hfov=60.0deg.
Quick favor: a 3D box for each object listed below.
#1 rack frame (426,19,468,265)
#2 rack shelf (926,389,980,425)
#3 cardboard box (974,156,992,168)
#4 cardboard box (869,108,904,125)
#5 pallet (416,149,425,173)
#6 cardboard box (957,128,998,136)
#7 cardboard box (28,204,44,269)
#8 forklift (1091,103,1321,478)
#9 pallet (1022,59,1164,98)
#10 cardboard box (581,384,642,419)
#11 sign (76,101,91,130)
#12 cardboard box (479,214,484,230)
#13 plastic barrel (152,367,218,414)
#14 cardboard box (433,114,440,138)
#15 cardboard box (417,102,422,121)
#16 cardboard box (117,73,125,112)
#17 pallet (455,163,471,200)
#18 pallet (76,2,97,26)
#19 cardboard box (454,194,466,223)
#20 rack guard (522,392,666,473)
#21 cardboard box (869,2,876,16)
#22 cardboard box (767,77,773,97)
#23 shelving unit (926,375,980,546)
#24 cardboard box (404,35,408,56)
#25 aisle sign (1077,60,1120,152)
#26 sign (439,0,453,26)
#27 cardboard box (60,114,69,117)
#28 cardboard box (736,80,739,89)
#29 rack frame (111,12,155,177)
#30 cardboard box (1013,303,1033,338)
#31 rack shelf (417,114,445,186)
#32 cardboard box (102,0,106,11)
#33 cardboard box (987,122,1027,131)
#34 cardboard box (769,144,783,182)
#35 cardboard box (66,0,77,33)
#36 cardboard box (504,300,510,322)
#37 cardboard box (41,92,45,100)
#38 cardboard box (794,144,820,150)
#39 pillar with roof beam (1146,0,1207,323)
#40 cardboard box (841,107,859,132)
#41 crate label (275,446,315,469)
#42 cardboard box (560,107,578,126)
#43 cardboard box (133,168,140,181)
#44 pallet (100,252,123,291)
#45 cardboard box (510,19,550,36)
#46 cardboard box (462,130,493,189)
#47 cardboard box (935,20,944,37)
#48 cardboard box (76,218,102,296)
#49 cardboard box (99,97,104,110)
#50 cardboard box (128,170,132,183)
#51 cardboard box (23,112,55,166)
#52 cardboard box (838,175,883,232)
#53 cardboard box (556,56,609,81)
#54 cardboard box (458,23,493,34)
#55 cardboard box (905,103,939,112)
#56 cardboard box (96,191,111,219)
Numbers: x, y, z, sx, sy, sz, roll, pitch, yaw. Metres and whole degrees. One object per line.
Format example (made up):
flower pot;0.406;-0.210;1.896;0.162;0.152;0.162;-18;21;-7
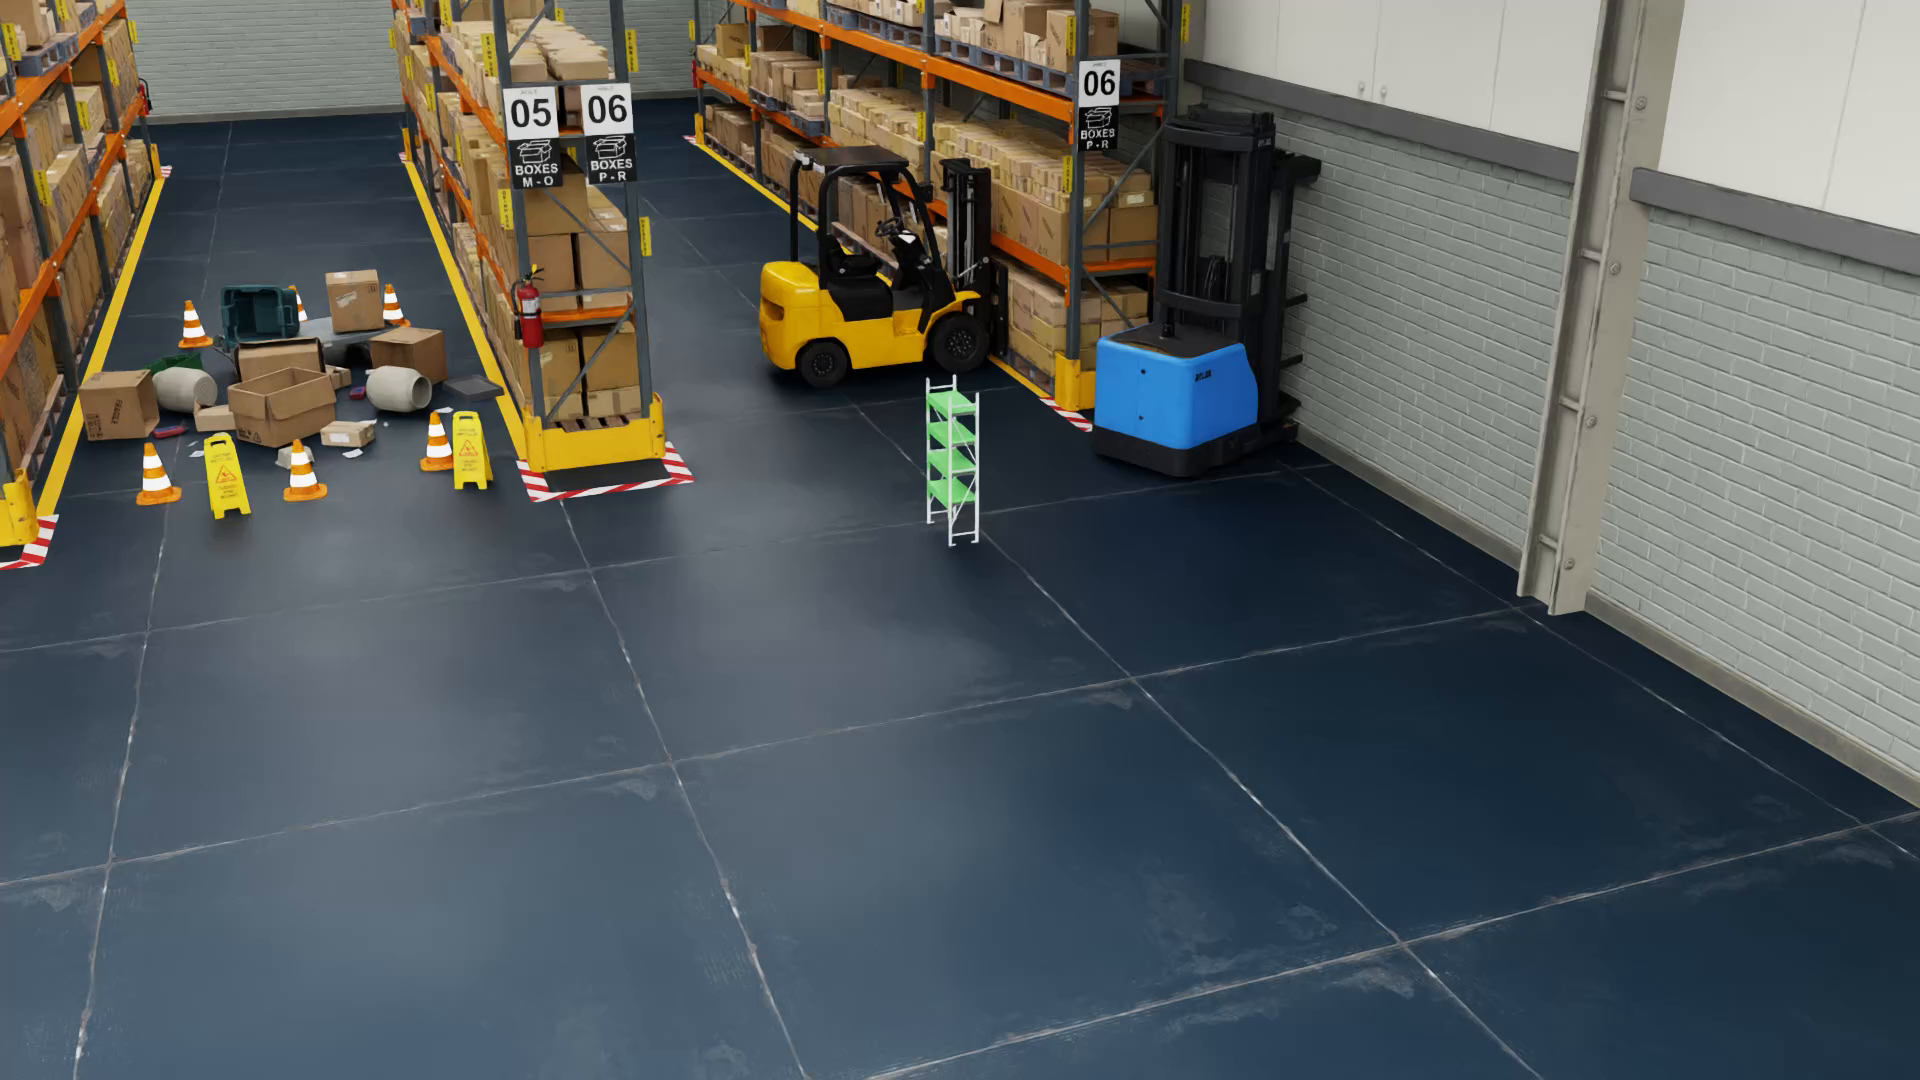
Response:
rack frame;-5.976;-4.973;20.810;1.000;3.000;0.127;-8;24;-19
rack shelf;-0.059;-0.996;12.622;0.258;0.148;0.480;-8;24;-19
cardboard box;0.371;-3.926;17.362;0.380;0.149;0.250;-9;25;-21
cardboard box;-0.895;-5.186;20.352;0.380;0.149;0.250;-9;24;-20
pallet;-8.447;-6.315;27.584;1.003;0.211;1.213;-8;24;-19
cardboard box;0.189;-4.353;17.993;0.380;0.149;0.250;-9;24;-20
cardboard box;-9.017;-2.740;15.320;0.875;0.550;0.550;-8;24;-19
forklift;2.544;-2.357;14.691;1.130;2.935;3.031;21;31;40
pallet;1.266;-4.350;15.585;1.003;0.211;1.213;-8;24;-19
cardboard box;-3.177;-1.323;15.151;0.500;0.250;0.500;-9;24;-19
sign;-10.054;-4.868;19.070;0.100;0.325;0.005;-8;24;-19
cardboard box;-4.470;-3.325;16.389;0.500;0.500;0.500;-8;24;-19
plastic barrel;-7.323;-1.414;15.685;0.512;0.421;0.421;8;24;18
cardboard box;-6.385;-5.275;21.077;0.500;0.250;0.500;-8;24;-19
cardboard box;-7.481;-6.161;23.822;0.500;0.250;0.500;-9;24;-20
cardboard box;-12.105;-6.287;23.416;0.500;0.500;0.500;-8;24;-19
pallet;-5.239;-4.171;19.154;1.003;0.211;1.213;-8;24;-19
pallet;-11.866;-6.767;21.446;1.213;0.211;1.003;-8;24;-19
cardboard box;-6.143;-4.449;21.763;0.875;0.875;0.875;-9;24;-19
rack guard;-3.177;-0.942;14.464;1.175;0.500;0.348;-8;24;-19
cardboard box;-0.866;-6.346;19.860;0.380;0.149;0.250;-9;24;-20
cardboard box;-2.615;-6.683;24.499;0.396;0.266;0.258;-7;24;-16
shelving unit;-0.059;-0.613;12.783;0.258;1.200;0.503;-8;24;-19
cardboard box;-7.986;-7.252;24.801;0.500;0.500;0.500;-9;24;-20
aisle sign;1.240;-3.882;14.875;0.394;0.787;0.004;-8;24;-19
sign;-5.081;-5.244;16.418;0.100;0.325;0.005;-8;24;-19
cardboard box;-10.734;-4.990;19.868;0.380;0.149;0.250;-8;24;-19
cardboard box;-3.390;-7.356;26.787;0.380;0.149;0.250;-8;24;-18
rack frame;-13.398;-7.164;26.008;1.000;3.000;0.127;-8;24;-19
cardboard box;0.861;-2.223;16.641;0.500;0.250;0.500;-9;24;-20
rack shelf;-6.683;-5.368;22.674;1.077;0.370;4.000;-8;24;-19
cardboard box;-12.087;-7.409;22.920;0.500;0.250;0.500;-9;24;-20
cardboard box;0.524;-4.512;18.371;0.380;0.149;0.250;-9;24;-20
cardboard box;-2.589;-5.751;25.335;0.500;0.500;0.500;-9;24;-20
cardboard box;-10.708;-6.110;19.517;0.500;0.500;0.500;-8;24;-19
cardboard box;-3.956;-2.108;15.212;0.380;0.149;0.250;-8;24;-18
cardboard box;-12.171;-5.755;21.683;0.380;0.149;0.250;-8;24;-18
cardboard box;-2.227;-5.722;24.431;0.380;0.149;0.250;-8;24;-19
pillar with roof beam;-1.938;-5.299;13.859;9.100;9.000;0.400;-8;24;-19
cardboard box;-1.230;-5.440;21.467;0.500;0.250;0.500;-8;24;-17
crate label;-5.763;-0.727;14.423;0.298;0.136;0.250;18;29;36
cardboard box;-3.140;-3.581;13.968;0.380;0.149;0.250;-9;25;-21
cardboard box;-12.304;-5.368;24.494;0.380;0.149;0.250;-9;24;-19
pallet;-10.846;-3.256;20.327;1.003;0.211;1.213;-8;24;-19
cardboard box;-4.247;-5.068;16.471;0.380;0.149;0.250;-8;24;-18
cardboard box;-4.299;-3.599;15.751;0.700;0.500;0.500;-9;24;-20
cardboard box;-0.047;-5.503;17.860;0.380;0.149;0.250;-8;24;-18
cardboard box;-10.441;-3.180;18.912;1.050;0.750;0.750;-9;24;-20
cardboard box;-11.659;-5.808;22.190;0.380;0.149;0.250;-8;24;-17
cardboard box;-11.954;-5.126;23.537;0.380;0.149;0.250;-7;24;-16
cardboard box;-10.059;-4.229;17.630;0.700;0.500;0.500;-9;24;-20
cardboard box;-1.127;-4.526;22.266;0.875;0.625;0.625;-8;24;-17
cardboard box;-3.085;-3.857;13.597;0.380;0.149;0.250;-9;24;-19
cardboard box;-4.638;-4.904;16.080;0.380;0.149;0.250;-8;24;-17
cardboard box;-0.469;-5.354;20.752;0.380;0.149;0.250;-8;24;-17
cardboard box;-10.768;-4.112;20.480;0.500;0.250;0.500;-9;24;-20
